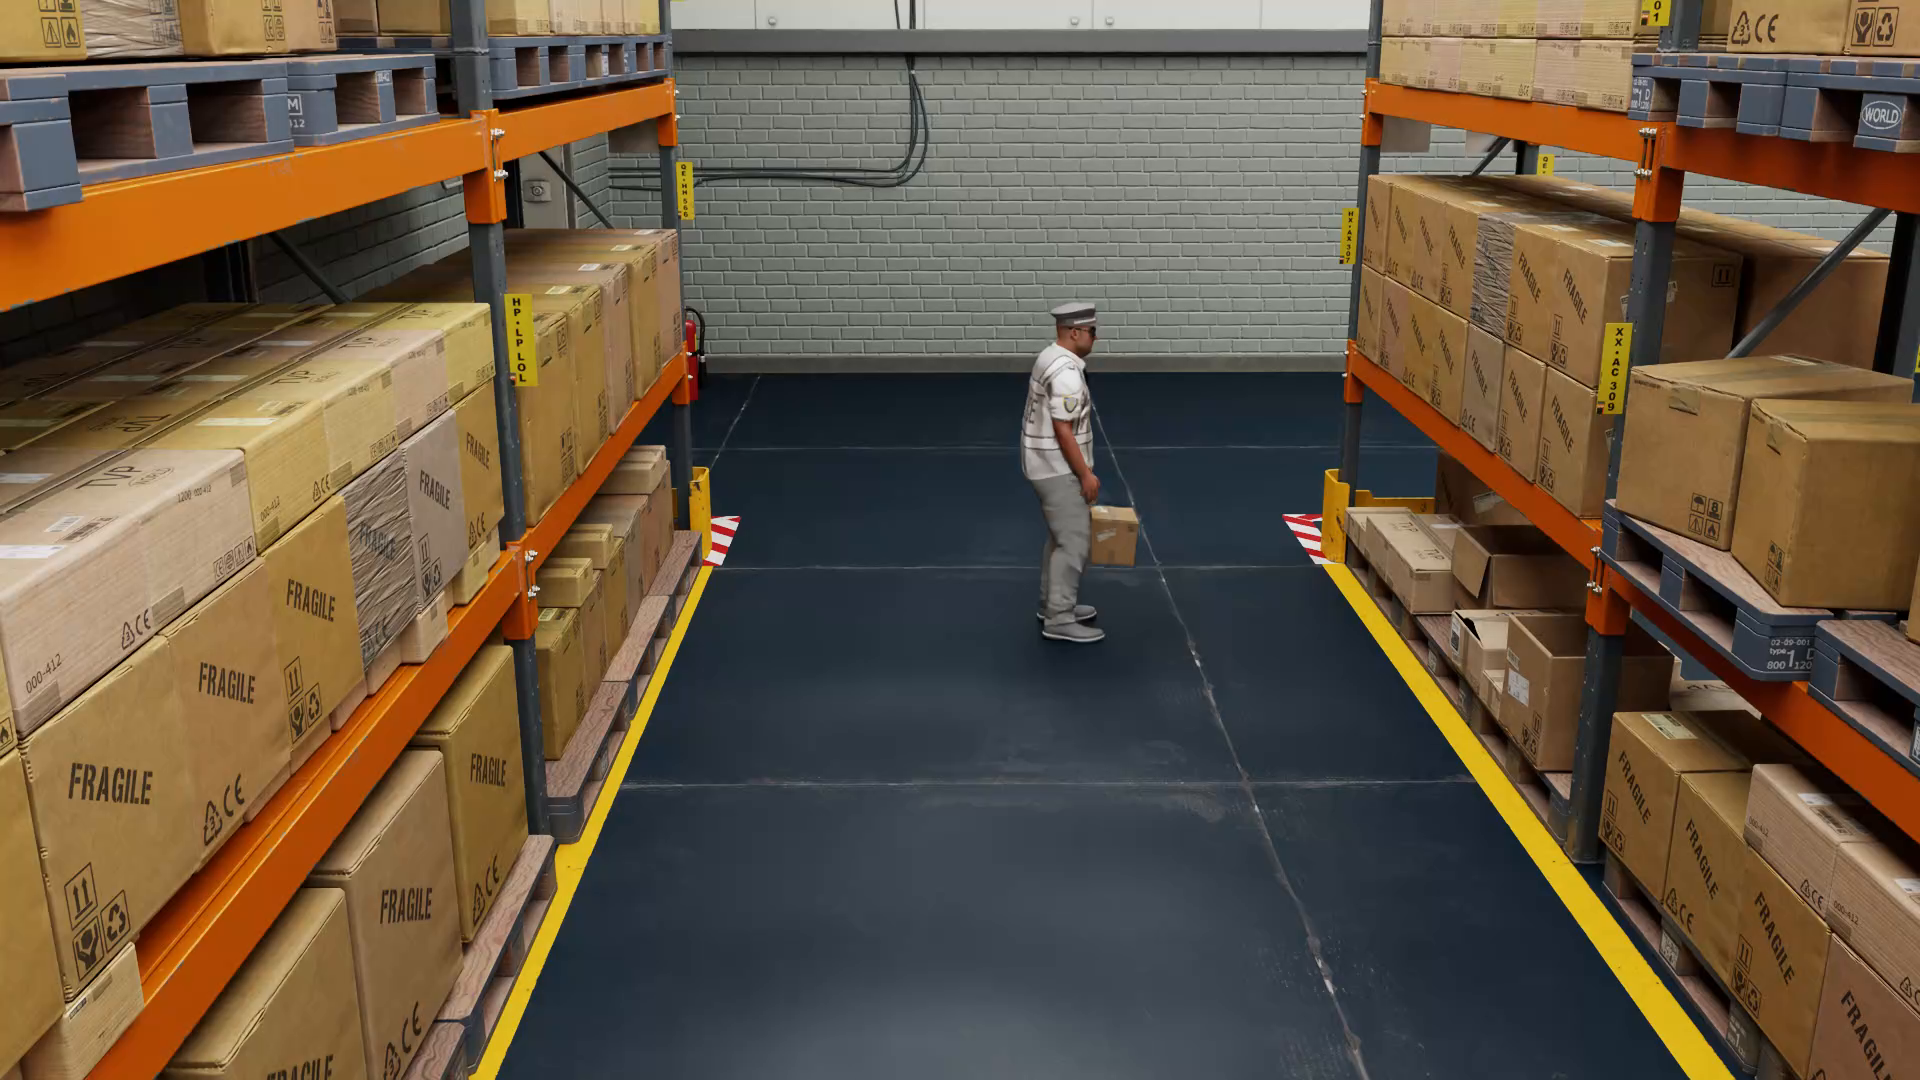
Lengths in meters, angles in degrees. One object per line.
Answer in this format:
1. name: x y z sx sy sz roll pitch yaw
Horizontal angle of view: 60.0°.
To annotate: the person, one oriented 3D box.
1. person: 0.539 -0.370 8.730 0.434 1.755 0.561 -1 17 -2
